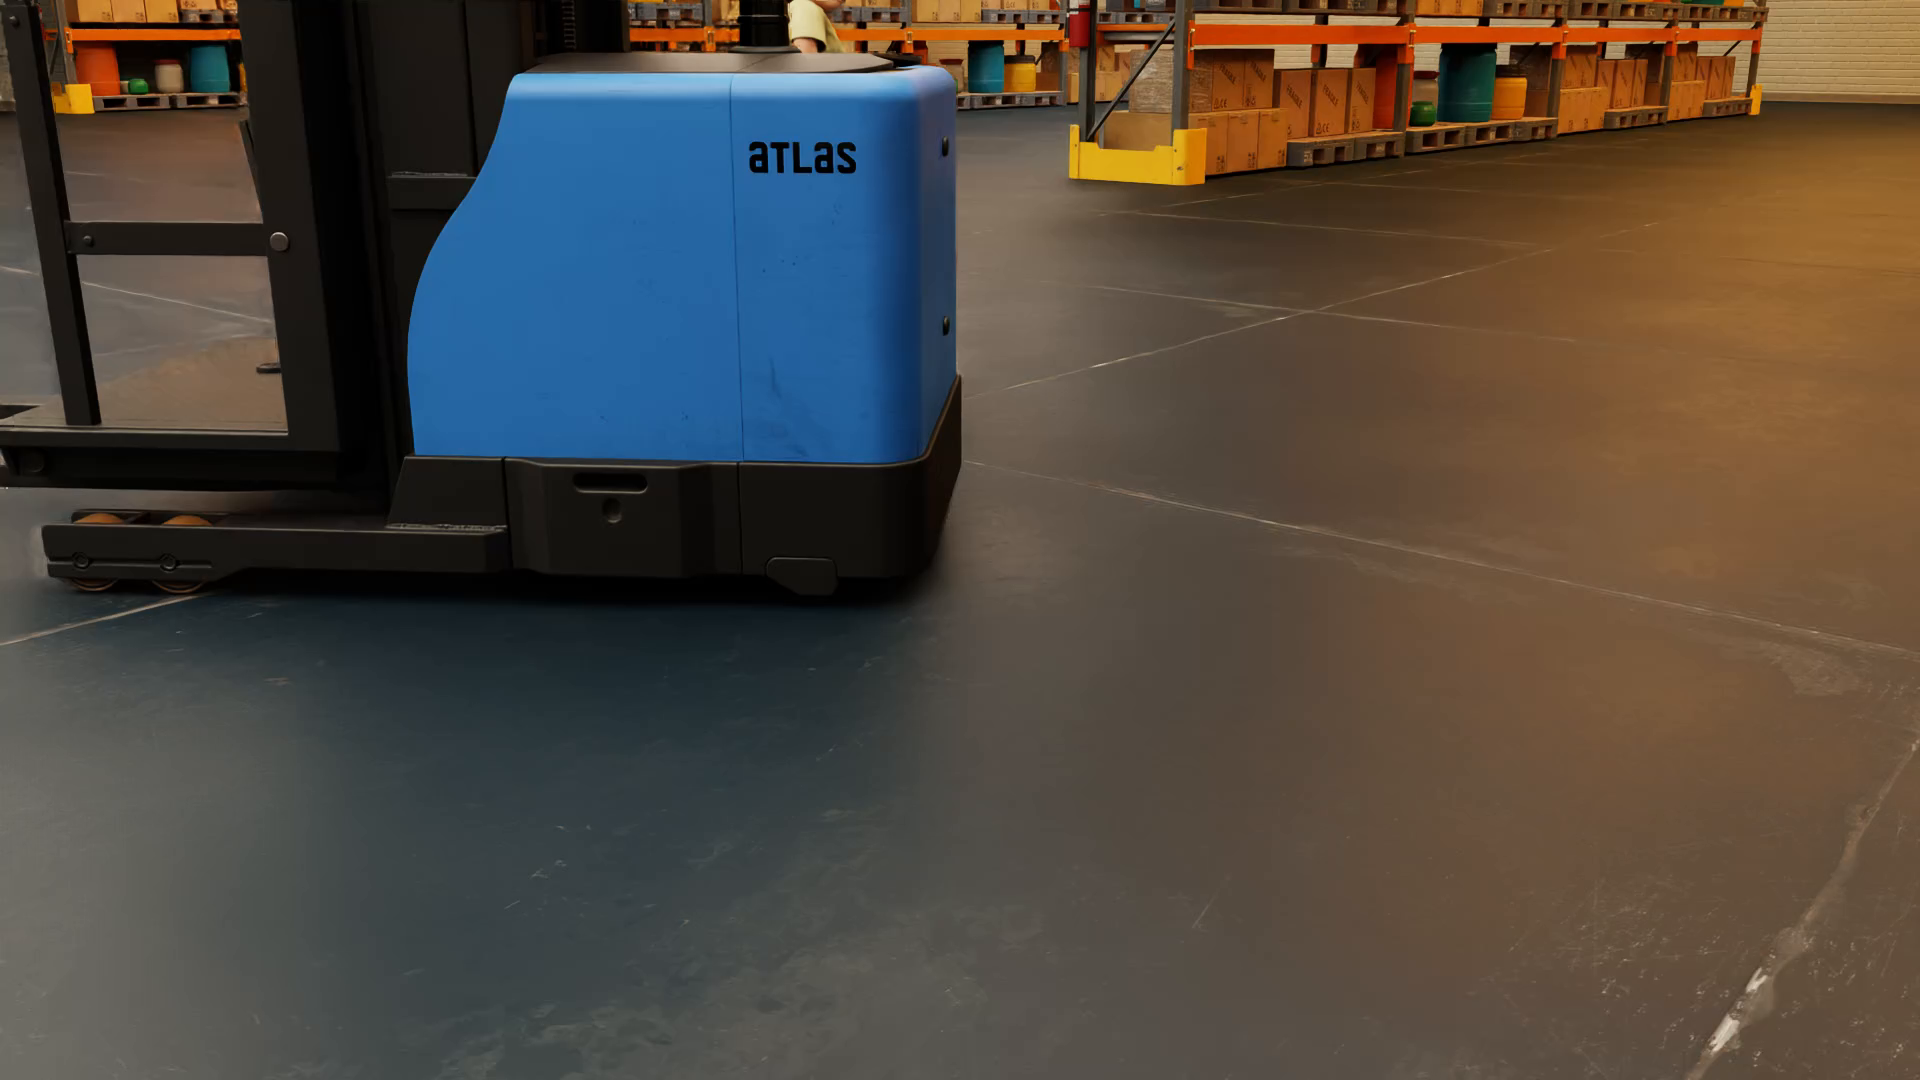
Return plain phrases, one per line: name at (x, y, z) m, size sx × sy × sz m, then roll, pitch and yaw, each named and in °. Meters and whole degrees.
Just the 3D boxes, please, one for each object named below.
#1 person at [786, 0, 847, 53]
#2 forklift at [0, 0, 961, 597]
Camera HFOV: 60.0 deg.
person at (-0.370, -1.195, 5.390) m, size 0.715 × 1.475 × 0.688 m, roll -14°, pitch 22°, yaw -39°
forklift at (-1.541, -1.438, 3.633) m, size 3.031 × 2.935 × 1.130 m, roll 1°, pitch 17°, yaw 4°
